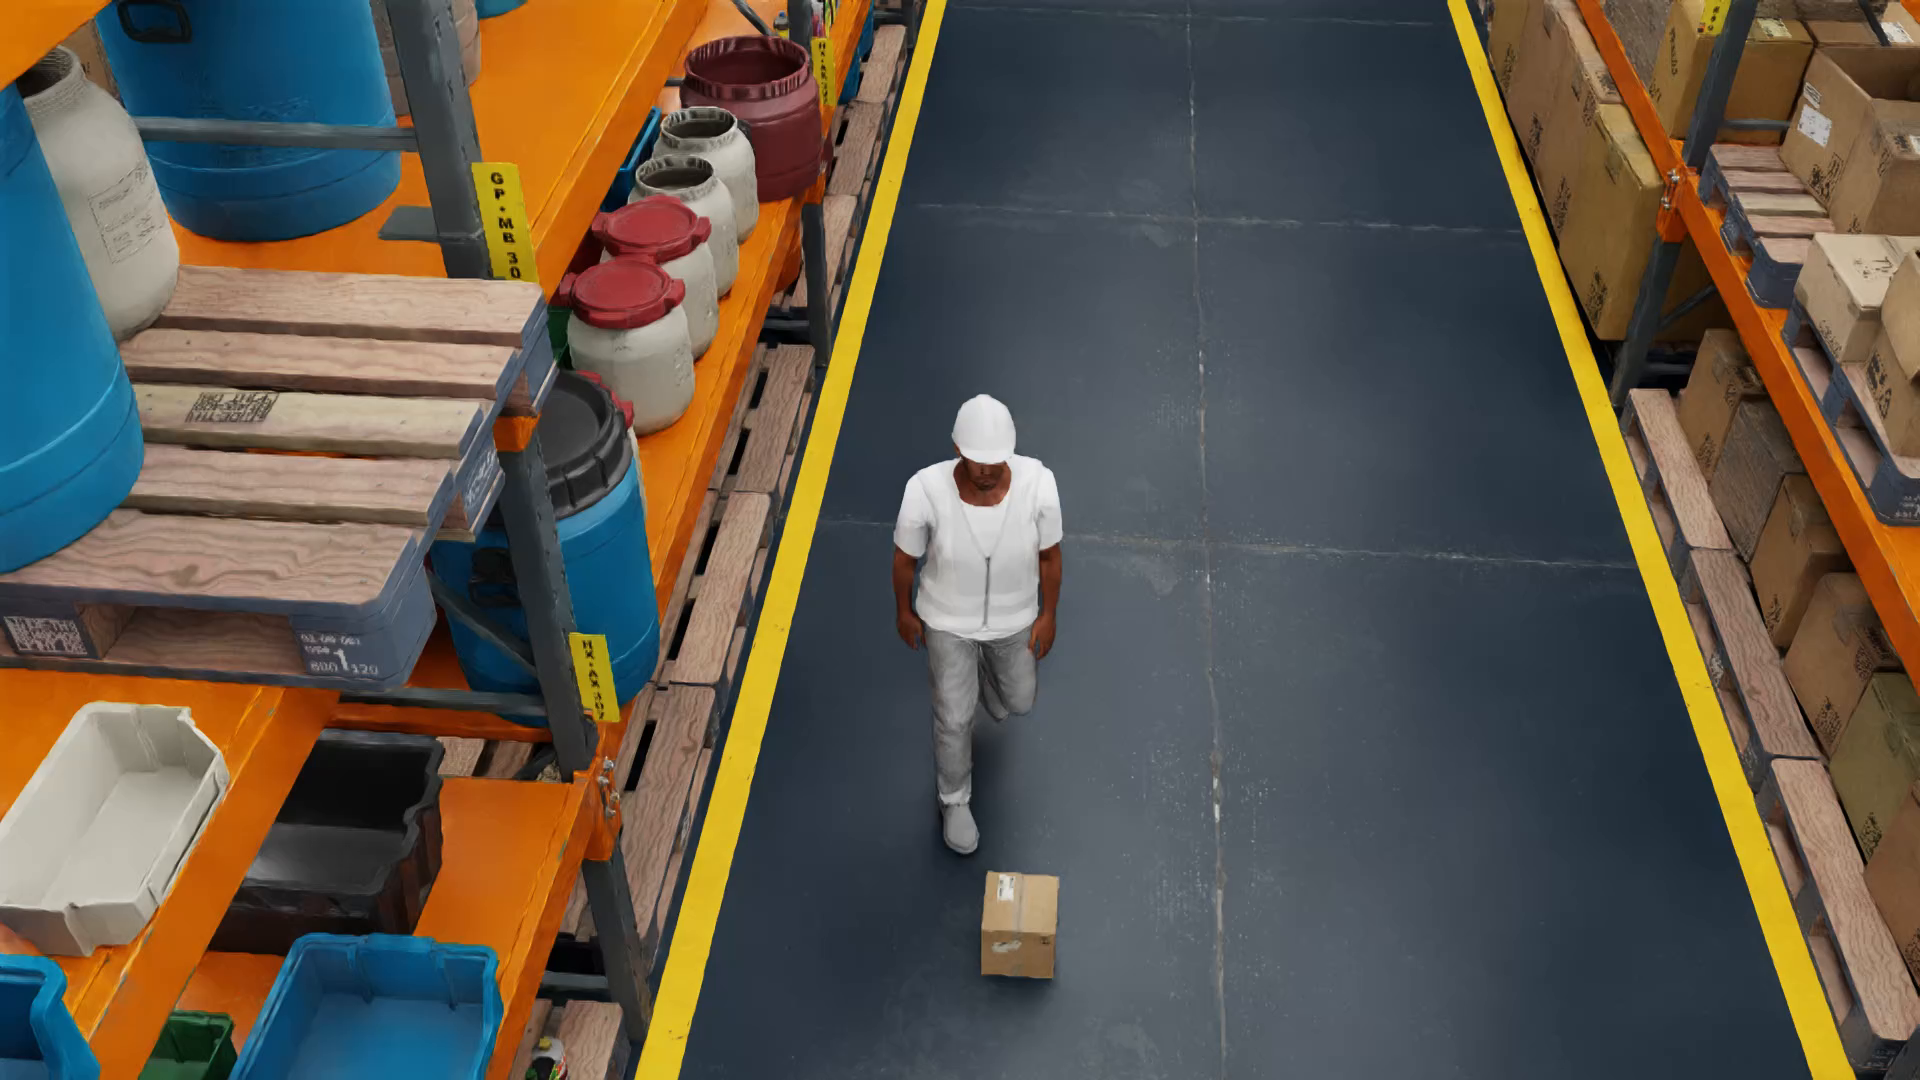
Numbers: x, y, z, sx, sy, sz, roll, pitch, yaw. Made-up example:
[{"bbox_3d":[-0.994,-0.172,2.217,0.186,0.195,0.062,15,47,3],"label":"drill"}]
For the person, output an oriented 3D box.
[{"bbox_3d":[0.061,0.230,5.862,0.585,1.748,0.817,-7,40,-8],"label":"person"}]
